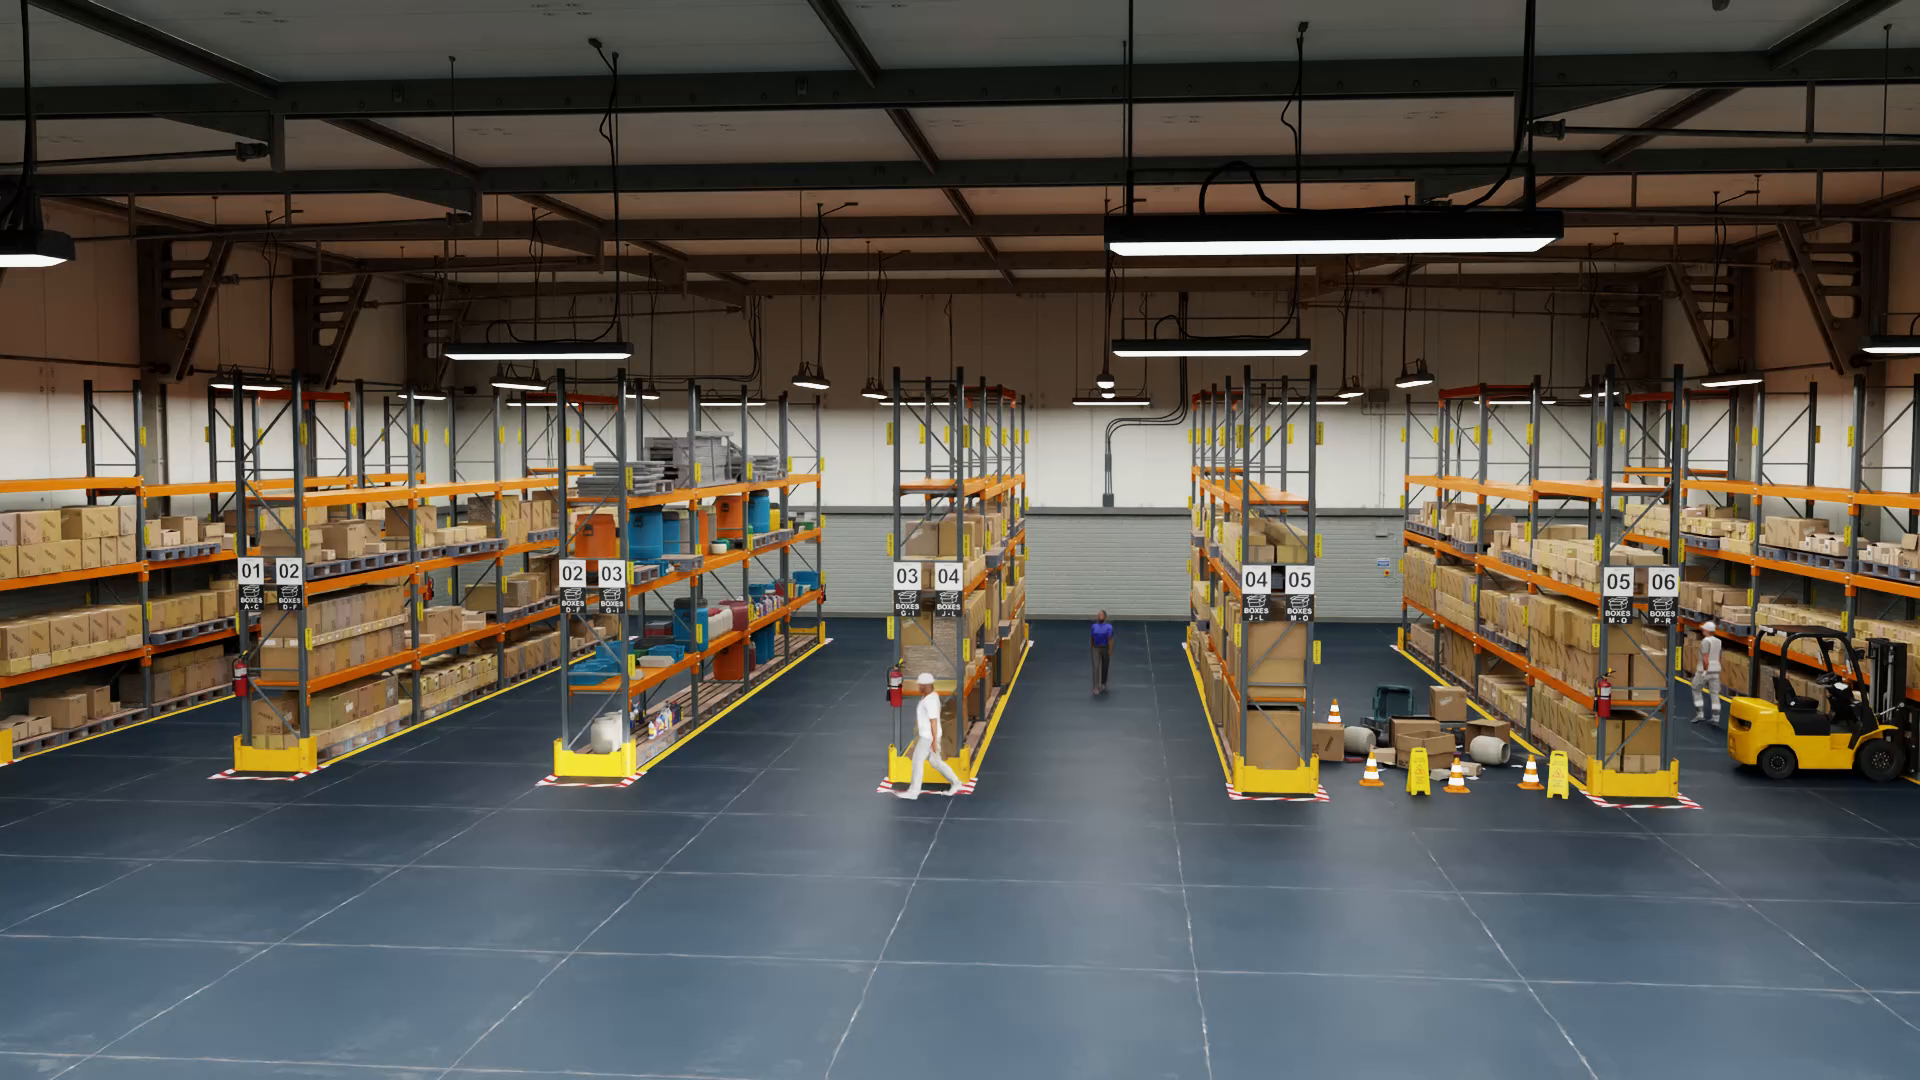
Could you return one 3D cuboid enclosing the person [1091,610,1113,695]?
[{"bbox_3d":[2.768,2.171,32.371,0.431,1.567,1.016,0,4,3],"label":"person"}]

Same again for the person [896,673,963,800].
[{"bbox_3d":[-0.417,2.709,23.025,0.911,1.746,0.630,0,4,5],"label":"person"}]

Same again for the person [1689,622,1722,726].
[{"bbox_3d":[13.029,2.328,28.839,0.511,1.807,0.543,0,4,-7],"label":"person"}]
